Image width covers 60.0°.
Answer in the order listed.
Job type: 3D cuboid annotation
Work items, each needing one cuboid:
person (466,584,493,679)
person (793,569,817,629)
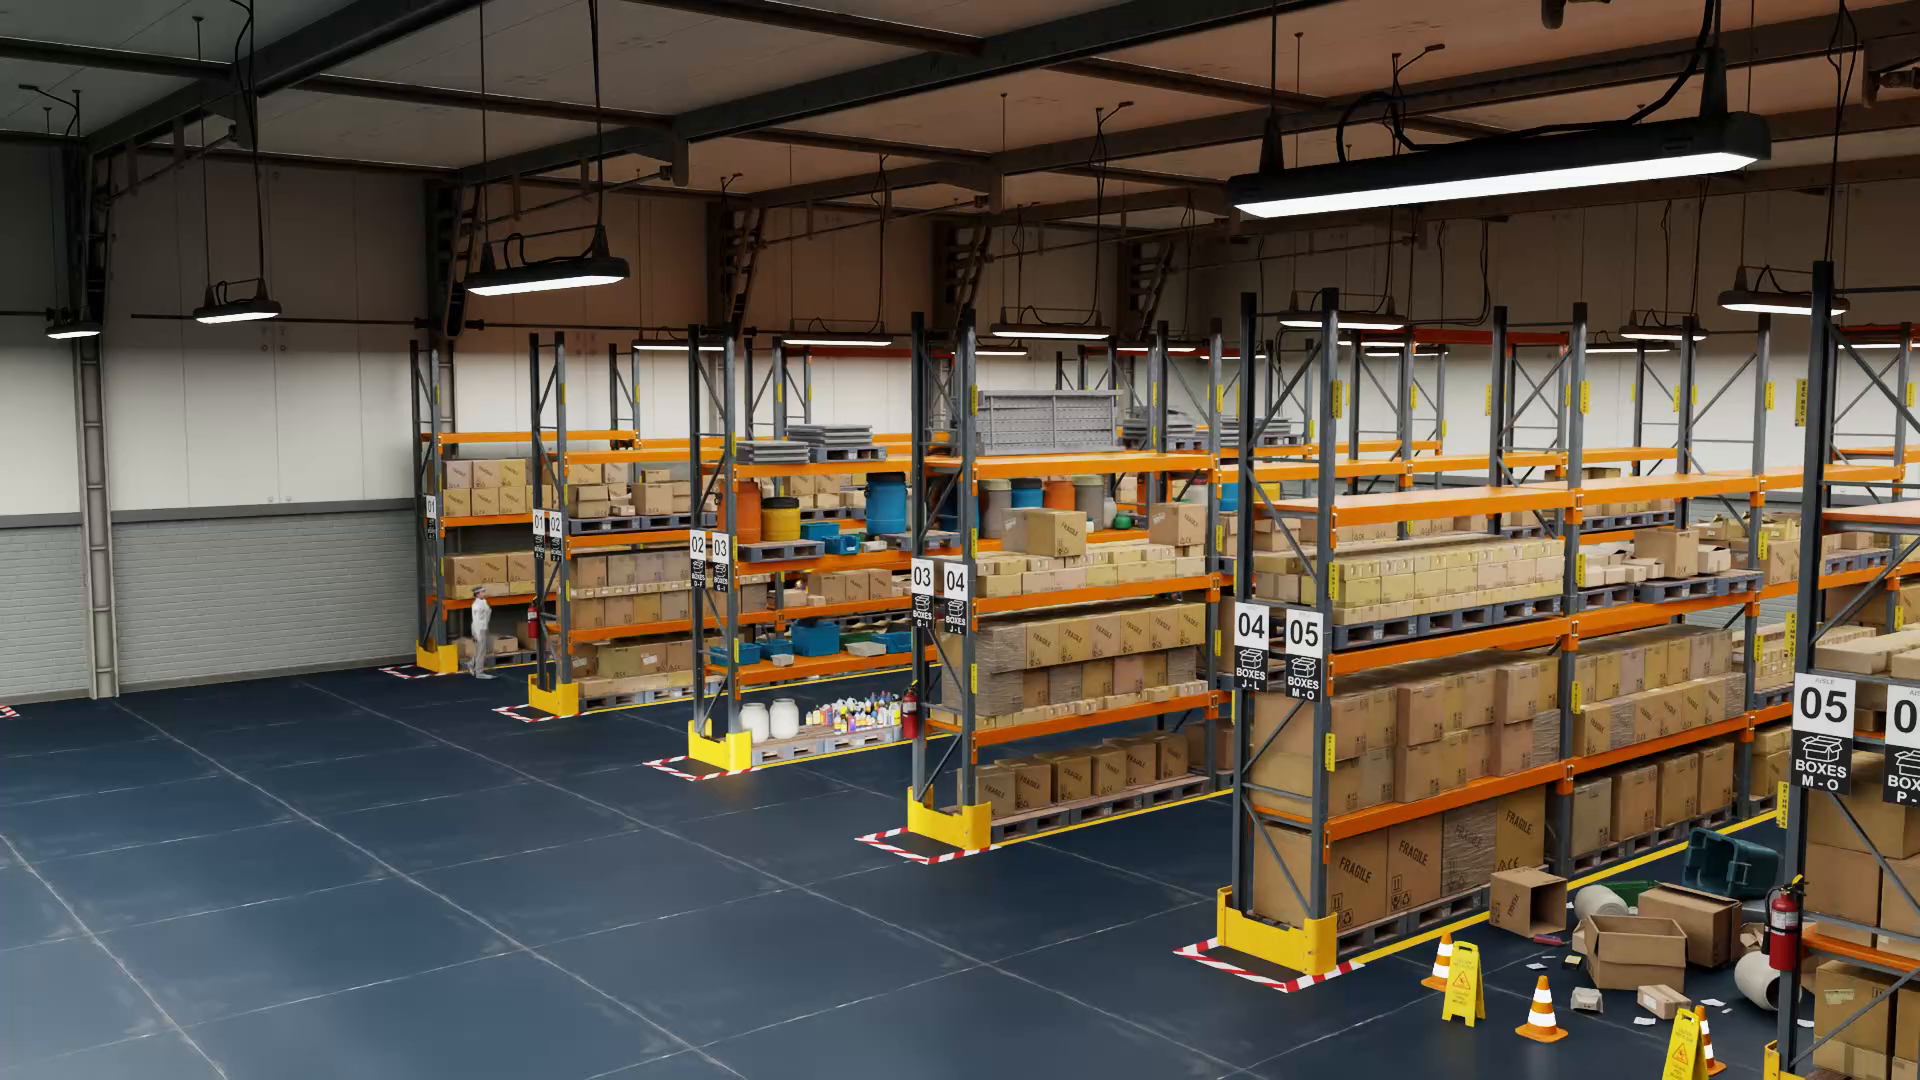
[{"bbox_3d":[-8.493,1.610,29.316,0.468,1.671,0.507,-1,5,-8],"label":"person"},{"bbox_3d":[-2.960,1.389,31.719,0.953,1.766,0.740,-4,7,-39],"label":"person"}]
